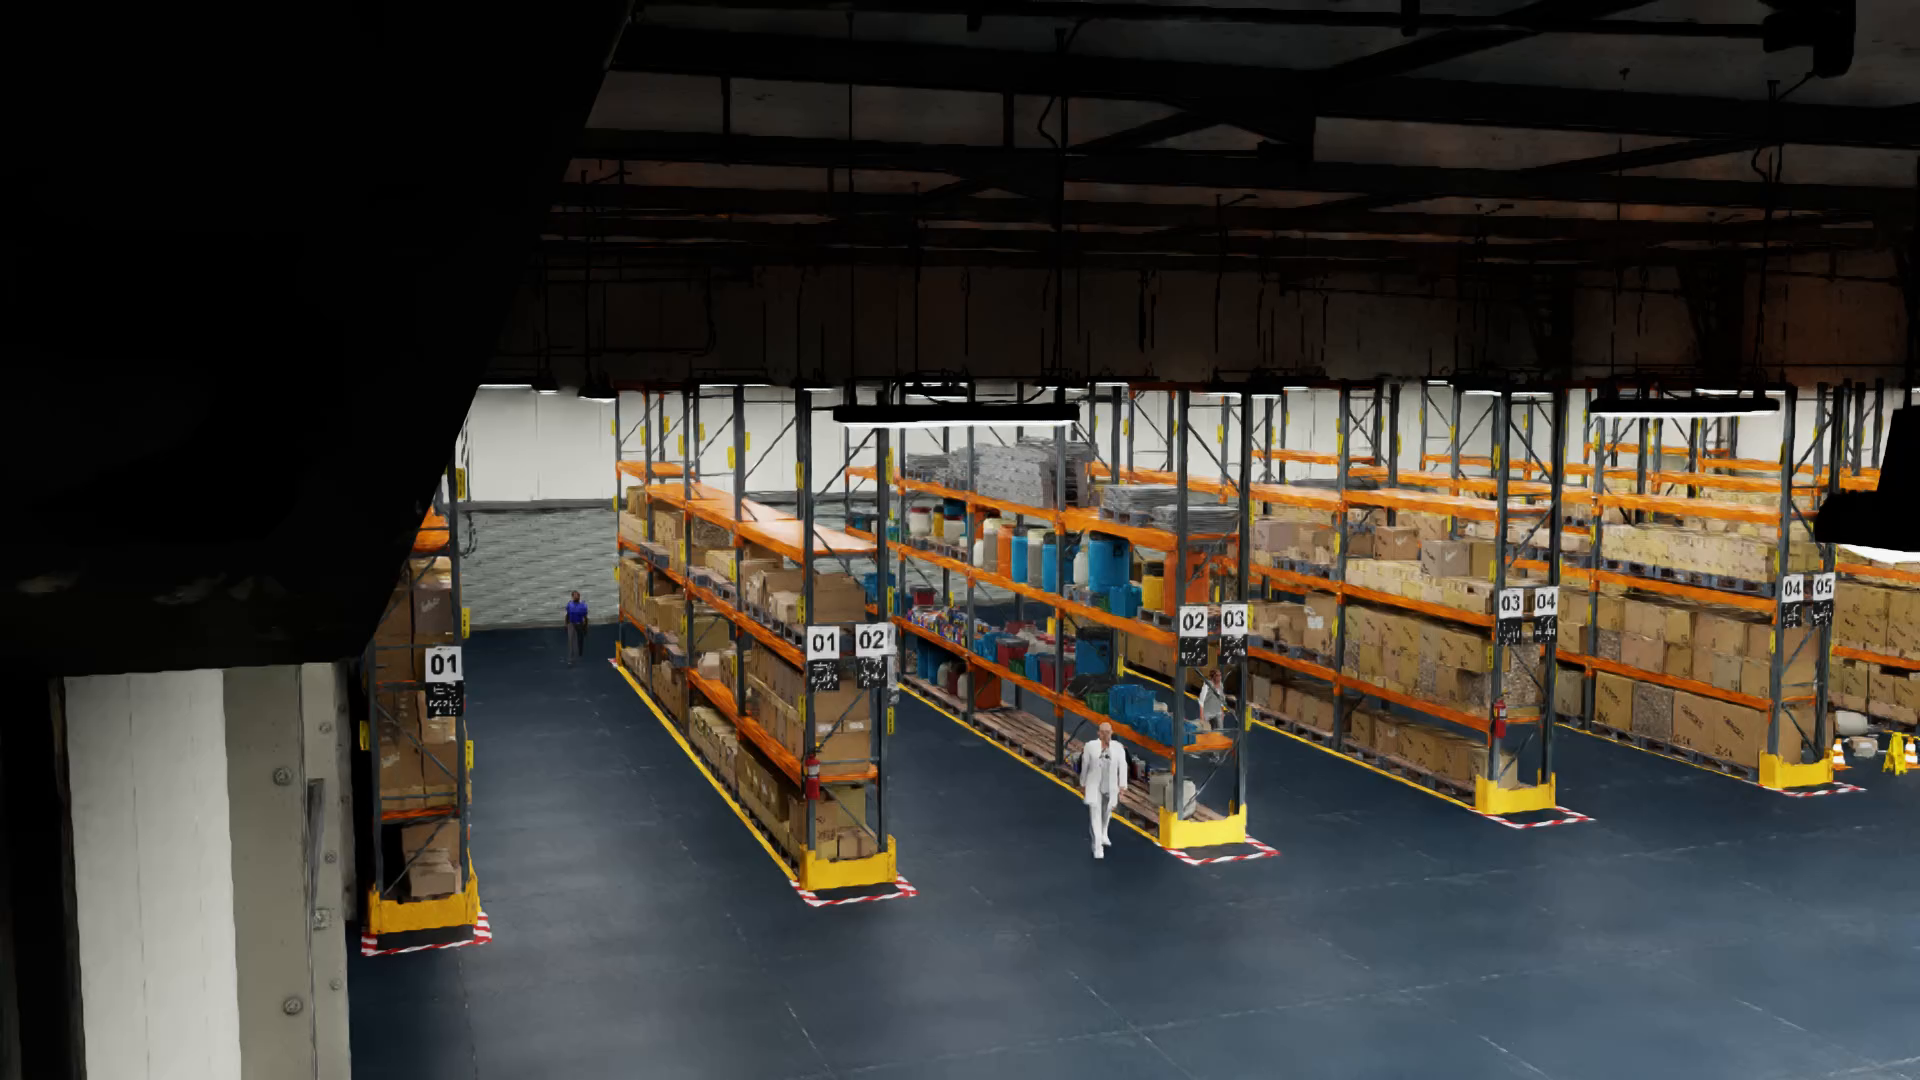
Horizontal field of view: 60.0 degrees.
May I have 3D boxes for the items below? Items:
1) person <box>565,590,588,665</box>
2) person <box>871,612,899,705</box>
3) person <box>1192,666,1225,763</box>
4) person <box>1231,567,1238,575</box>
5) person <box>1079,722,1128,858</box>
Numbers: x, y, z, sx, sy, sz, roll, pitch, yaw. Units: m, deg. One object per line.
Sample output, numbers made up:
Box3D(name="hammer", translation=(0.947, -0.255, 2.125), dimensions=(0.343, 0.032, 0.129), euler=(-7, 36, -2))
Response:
Box3D(name="person", translation=(-8.107, 1.820, 35.171), dimensions=(0.473, 1.573, 1.057), euler=(-1, 6, -13))
Box3D(name="person", translation=(-1.390, 2.154, 30.997), dimensions=(0.570, 1.786, 0.653), euler=(1, 6, 7))
Box3D(name="person", translation=(3.952, 2.757, 26.528), dimensions=(0.542, 1.563, 0.613), euler=(-3, 7, -28))
Box3D(name="person", translation=(7.212, 0.949, 43.242), dimensions=(0.446, 1.604, 1.018), euler=(-3, 7, -28))
Box3D(name="person", translation=(1.867, 3.191, 21.493), dimensions=(0.575, 1.714, 1.103), euler=(-1, 6, -9))
